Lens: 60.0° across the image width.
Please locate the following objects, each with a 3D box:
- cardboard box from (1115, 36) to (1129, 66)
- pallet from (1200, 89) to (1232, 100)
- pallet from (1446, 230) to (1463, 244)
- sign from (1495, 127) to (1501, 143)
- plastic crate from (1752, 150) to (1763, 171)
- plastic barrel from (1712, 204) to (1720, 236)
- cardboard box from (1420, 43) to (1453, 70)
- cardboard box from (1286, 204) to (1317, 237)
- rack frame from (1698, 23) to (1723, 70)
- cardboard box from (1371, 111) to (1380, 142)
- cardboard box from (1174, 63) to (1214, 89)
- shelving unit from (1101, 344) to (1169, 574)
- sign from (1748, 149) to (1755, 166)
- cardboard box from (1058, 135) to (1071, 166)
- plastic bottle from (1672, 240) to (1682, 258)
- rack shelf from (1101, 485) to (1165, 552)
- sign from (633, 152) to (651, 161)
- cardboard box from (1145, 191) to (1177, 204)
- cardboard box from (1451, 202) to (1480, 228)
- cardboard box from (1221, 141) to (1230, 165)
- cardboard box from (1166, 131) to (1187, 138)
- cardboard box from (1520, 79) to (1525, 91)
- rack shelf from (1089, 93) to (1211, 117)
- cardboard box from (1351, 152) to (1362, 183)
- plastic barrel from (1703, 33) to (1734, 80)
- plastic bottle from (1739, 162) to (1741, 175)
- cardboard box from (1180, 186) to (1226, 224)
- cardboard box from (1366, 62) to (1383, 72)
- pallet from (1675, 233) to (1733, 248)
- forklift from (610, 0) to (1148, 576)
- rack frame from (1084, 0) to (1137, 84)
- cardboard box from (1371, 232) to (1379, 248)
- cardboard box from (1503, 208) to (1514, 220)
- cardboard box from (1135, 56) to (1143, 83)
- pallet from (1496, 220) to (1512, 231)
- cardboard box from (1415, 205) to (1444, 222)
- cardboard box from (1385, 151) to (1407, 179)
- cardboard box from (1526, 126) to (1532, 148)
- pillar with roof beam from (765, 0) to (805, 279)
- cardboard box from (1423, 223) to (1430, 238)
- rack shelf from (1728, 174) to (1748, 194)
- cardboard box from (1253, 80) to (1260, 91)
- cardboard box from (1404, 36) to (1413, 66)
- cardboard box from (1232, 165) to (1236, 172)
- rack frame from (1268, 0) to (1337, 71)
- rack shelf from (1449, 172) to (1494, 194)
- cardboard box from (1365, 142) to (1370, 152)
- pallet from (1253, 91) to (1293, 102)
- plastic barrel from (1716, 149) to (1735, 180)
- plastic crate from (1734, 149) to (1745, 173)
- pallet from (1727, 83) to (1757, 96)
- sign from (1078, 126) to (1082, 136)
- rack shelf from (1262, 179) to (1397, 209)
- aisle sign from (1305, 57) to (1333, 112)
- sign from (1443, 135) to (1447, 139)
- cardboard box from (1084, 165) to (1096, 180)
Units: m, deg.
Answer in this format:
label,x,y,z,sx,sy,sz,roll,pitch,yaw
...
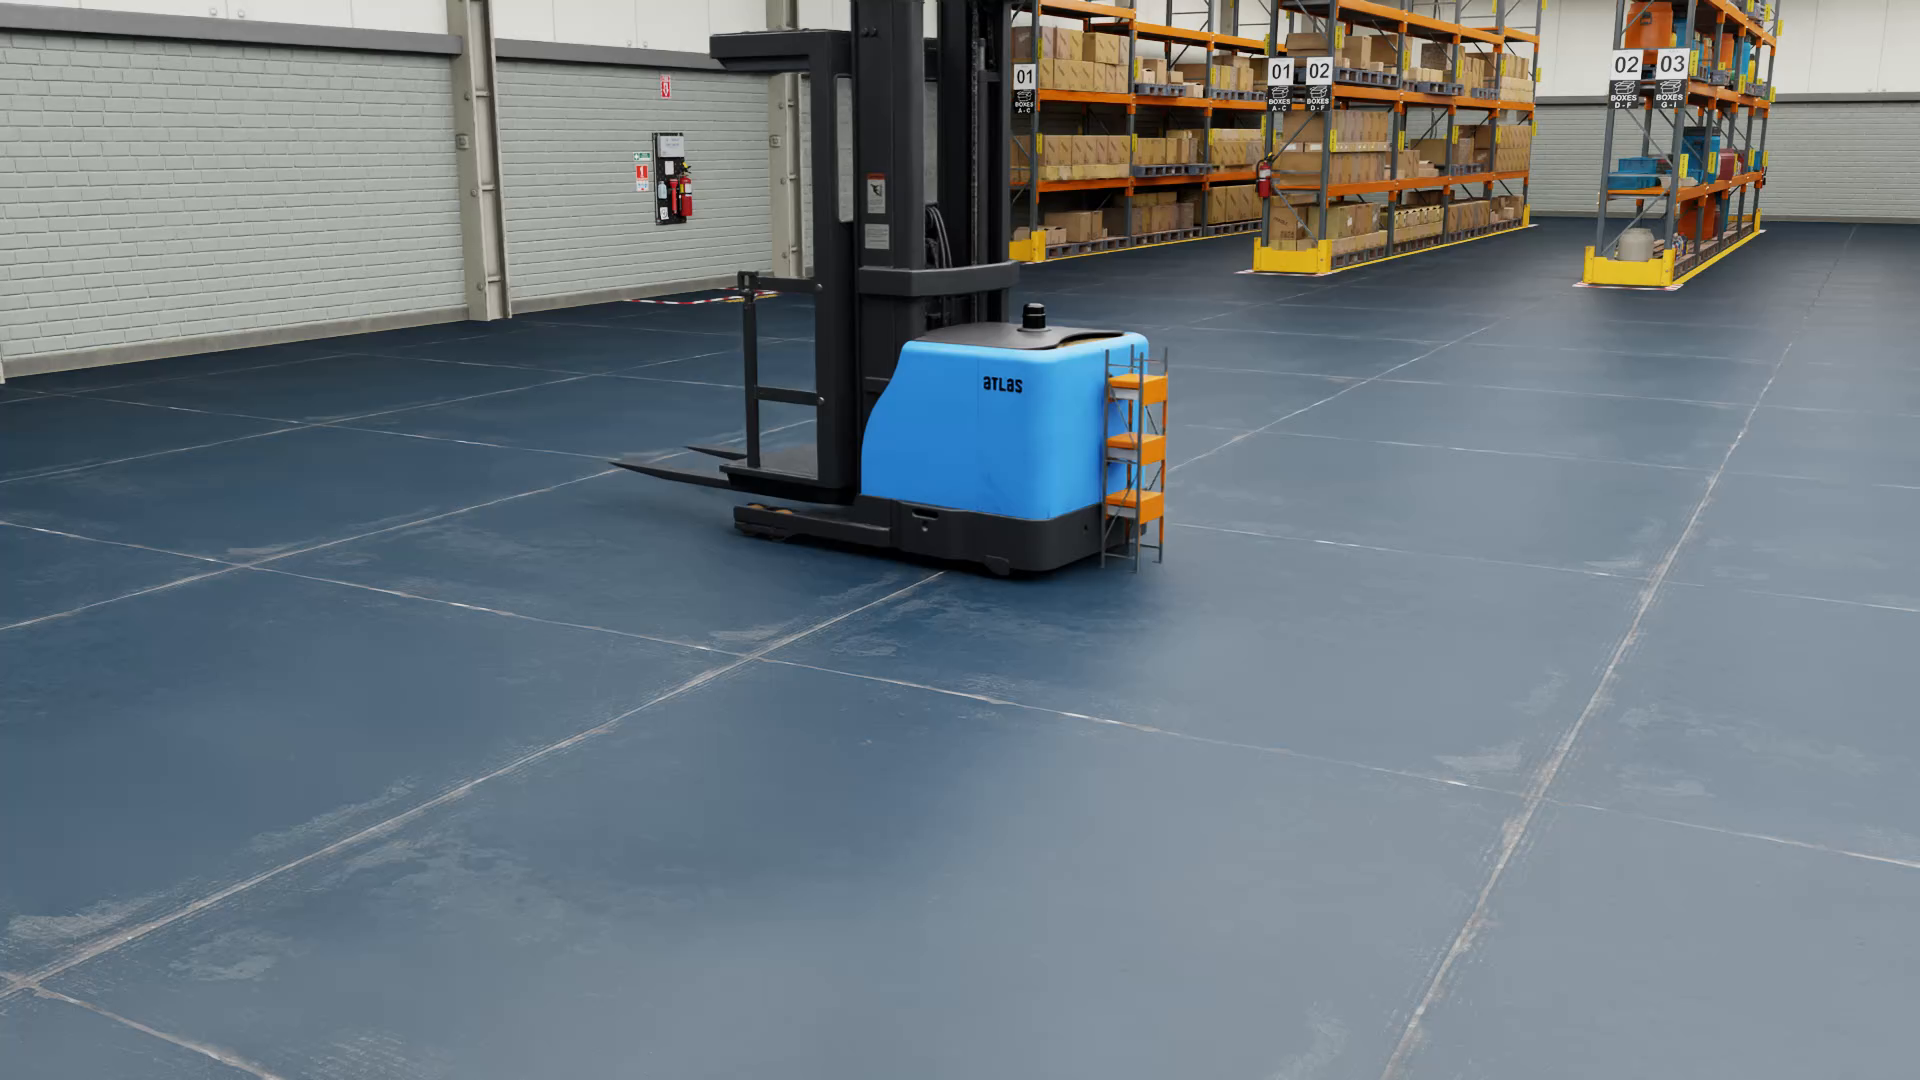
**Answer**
label,x,y,z,sx,sy,sz,roll,pitch,yaw
cardboard box,2.764,-8.903,30.274,0.500,0.500,0.500,6,15,23
pallet,4.968,-9.359,34.958,1.213,0.211,1.003,8,16,31
pallet,9.435,-6.088,33.334,1.003,0.211,1.213,7,15,28
sign,11.462,-8.616,35.400,0.100,0.325,0.005,7,15,28
plastic crate,17.244,-8.330,36.483,0.616,0.435,0.499,7,15,28
plastic barrel,14.143,-6.098,31.677,0.600,0.588,0.708,7,15,28
cardboard box,9.258,-9.376,32.277,0.500,0.500,0.500,7,15,28
cardboard box,5.643,-5.236,27.221,0.500,0.500,0.500,7,15,28
rack frame,11.442,-8.828,25.951,1.000,3.000,0.127,7,15,28
cardboard box,6.655,-6.957,28.011,0.700,0.500,0.500,7,15,28
cardboard box,4.883,-9.680,34.731,0.700,0.500,0.500,6,15,24
shelving unit,0.829,-0.387,7.900,0.215,1.050,0.252,9,16,33
sign,15.790,-7.625,33.170,0.100,0.325,0.005,7,15,28
cardboard box,1.577,-6.679,28.515,0.500,0.500,0.500,7,15,28
plastic bottle,11.052,-4.498,25.664,0.152,0.276,0.135,8,16,29
rack shelf,0.829,-0.107,7.968,0.215,0.259,0.240,9,16,33
sign,-4.059,-4.895,21.229,0.001,0.109,0.331,7,15,28
cardboard box,4.070,-6.955,33.775,0.500,0.250,0.500,8,16,29
cardboard box,10.498,-6.777,34.637,0.500,0.500,0.500,8,16,29
cardboard box,5.423,-8.235,35.400,0.500,0.500,0.500,8,16,30
cardboard box,4.420,-8.291,33.987,0.380,0.149,0.250,5,14,19
cardboard box,12.397,-10.225,37.399,0.500,0.250,0.500,7,15,28
rack shelf,3.736,-8.553,32.745,1.077,0.370,4.000,7,15,28
cardboard box,6.157,-6.114,27.280,0.700,0.500,0.500,8,16,30
plastic barrel,13.652,-8.720,30.089,0.600,0.830,0.708,7,15,28
plastic bottle,15.402,-7.375,32.990,0.152,0.276,0.135,7,15,28
cardboard box,5.173,-7.150,35.481,0.750,0.750,0.750,7,15,27
cardboard box,6.764,-7.803,27.443,0.380,0.149,0.250,7,15,28
pallet,14.311,-5.792,32.110,1.003,0.211,1.213,7,15,28
forklift,-0.556,-1.507,8.529,3.031,2.935,1.130,9,16,34
rack frame,2.769,-9.951,30.607,1.000,3.000,0.127,7,15,28
cardboard box,6.824,-5.120,28.340,0.500,0.250,0.500,7,15,28
cardboard box,12.376,-7.482,38.095,0.500,0.250,0.500,7,15,28
cardboard box,3.104,-8.848,31.326,0.500,0.500,0.500,10,17,36
pallet,11.896,-7.151,37.747,1.003,0.211,1.213,7,15,28
cardboard box,9.003,-6.299,32.035,0.500,0.311,0.500,8,16,30
cardboard box,7.748,-6.786,30.068,0.500,0.500,0.500,9,16,32
cardboard box,12.934,-9.348,38.561,0.500,0.500,0.500,7,15,28
pillar with roof beam,1.285,-7.653,21.076,9.100,9.000,0.400,7,15,28
cardboard box,8.508,-5.817,31.233,0.500,0.250,0.500,8,16,29
rack shelf,14.342,-6.793,31.845,1.077,0.370,4.000,7,15,28
cardboard box,6.762,-10.480,38.416,0.500,0.250,0.500,8,15,29
cardboard box,7.695,-8.669,29.516,0.500,0.500,0.500,9,16,33
cardboard box,5.797,-8.100,36.223,0.380,0.149,0.250,7,15,28
rack frame,5.174,-8.569,24.878,1.000,3.000,0.127,7,15,28
rack shelf,10.008,-7.355,34.176,1.077,0.370,4.000,7,15,28
cardboard box,6.548,-6.497,27.486,0.380,0.149,0.250,8,16,30
pallet,7.041,-10.257,38.469,1.003,0.211,1.213,7,15,28
plastic barrel,13.416,-6.669,29.505,0.600,0.536,0.708,7,15,28
plastic crate,15.960,-7.768,34.090,0.402,0.464,0.583,7,15,28
pallet,14.470,-8.514,31.454,1.003,0.211,1.213,7,15,28
sign,2.282,-7.659,31.432,0.100,0.325,0.005,7,15,28
rack shelf,6.141,-5.714,27.368,1.077,0.370,4.000,7,15,28
aisle sign,5.410,-6.869,25.077,0.394,0.787,0.004,7,15,28
sign,10.496,-8.596,35.941,0.100,0.325,0.005,7,15,28
cardboard box,2.086,-6.530,29.496,0.500,0.250,0.500,8,15,29
